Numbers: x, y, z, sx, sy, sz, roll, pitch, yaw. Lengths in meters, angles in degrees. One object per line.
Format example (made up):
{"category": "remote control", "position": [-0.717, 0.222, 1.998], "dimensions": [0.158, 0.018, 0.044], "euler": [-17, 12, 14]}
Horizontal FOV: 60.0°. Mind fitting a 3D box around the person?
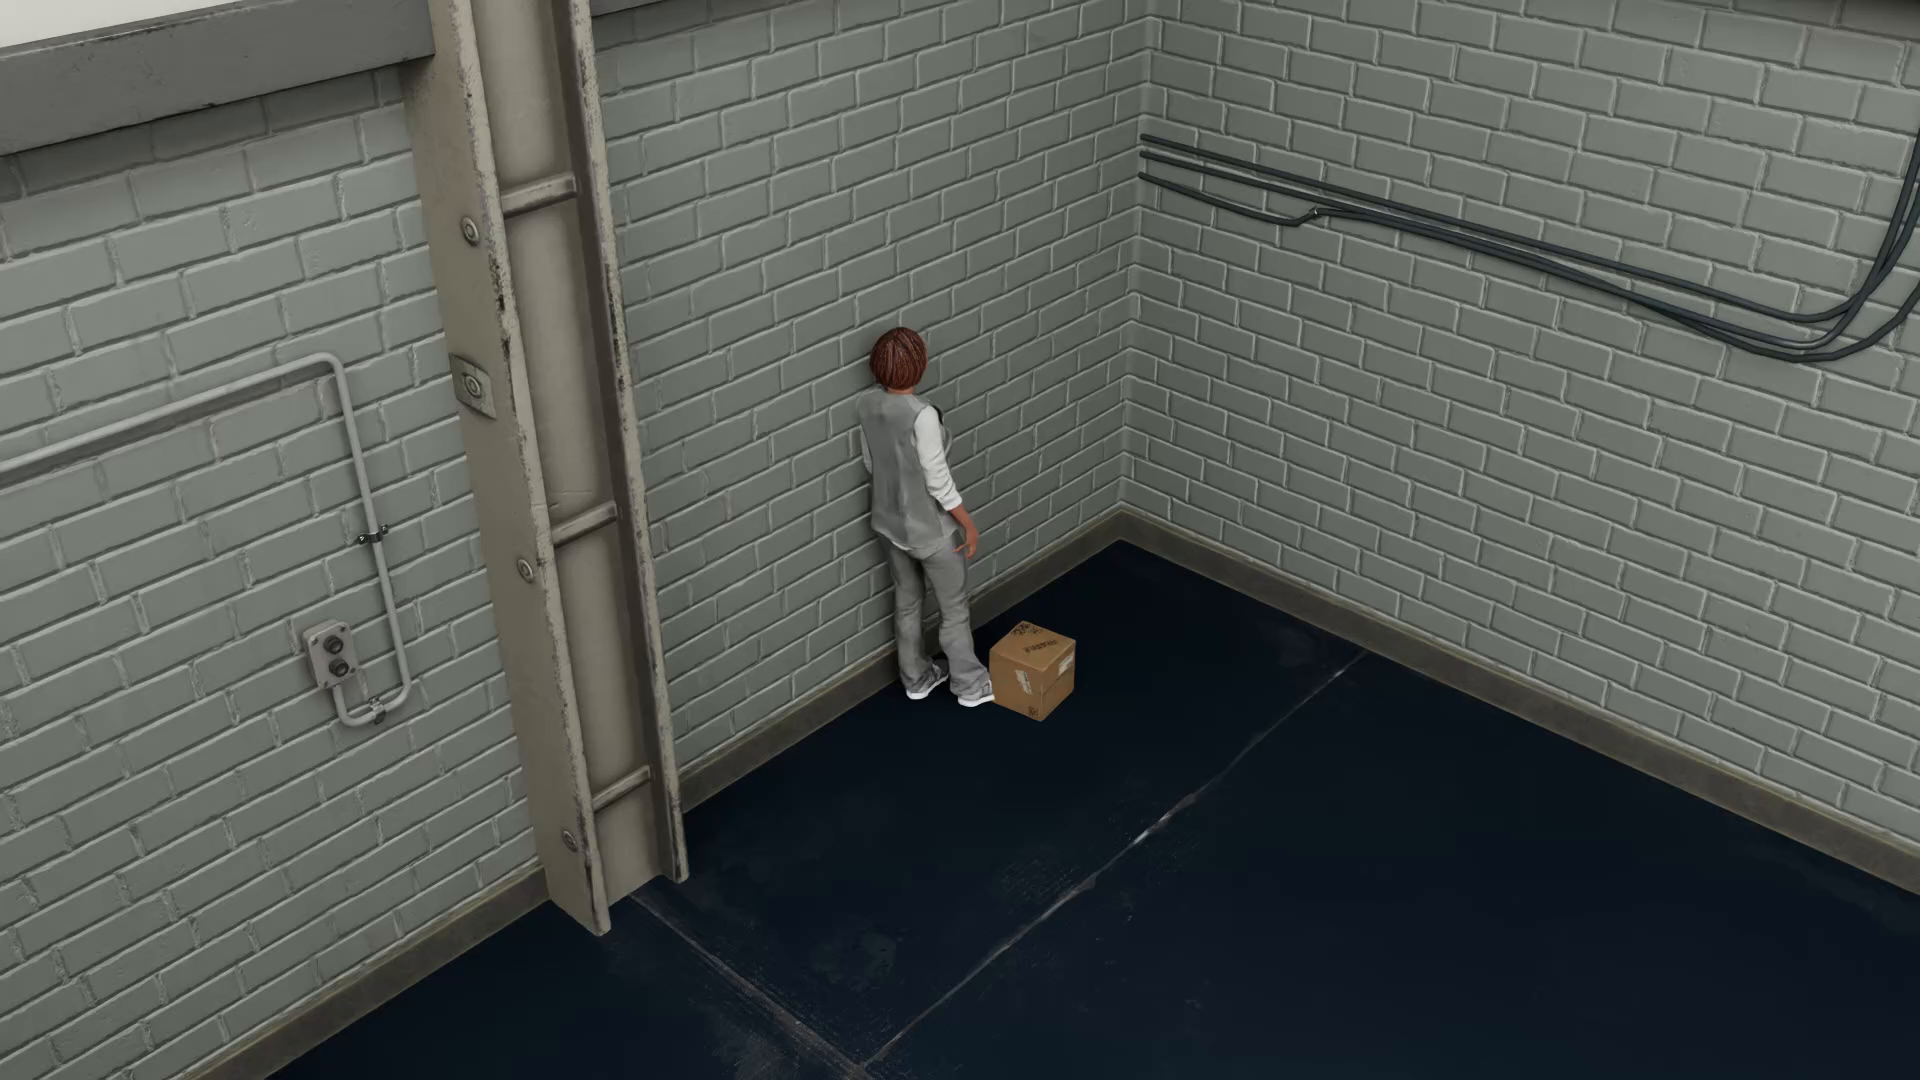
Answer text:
{"category": "person", "position": [-0.106, -0.084, 6.263], "dimensions": [0.520, 1.596, 0.475], "euler": [26, 40, 35]}
